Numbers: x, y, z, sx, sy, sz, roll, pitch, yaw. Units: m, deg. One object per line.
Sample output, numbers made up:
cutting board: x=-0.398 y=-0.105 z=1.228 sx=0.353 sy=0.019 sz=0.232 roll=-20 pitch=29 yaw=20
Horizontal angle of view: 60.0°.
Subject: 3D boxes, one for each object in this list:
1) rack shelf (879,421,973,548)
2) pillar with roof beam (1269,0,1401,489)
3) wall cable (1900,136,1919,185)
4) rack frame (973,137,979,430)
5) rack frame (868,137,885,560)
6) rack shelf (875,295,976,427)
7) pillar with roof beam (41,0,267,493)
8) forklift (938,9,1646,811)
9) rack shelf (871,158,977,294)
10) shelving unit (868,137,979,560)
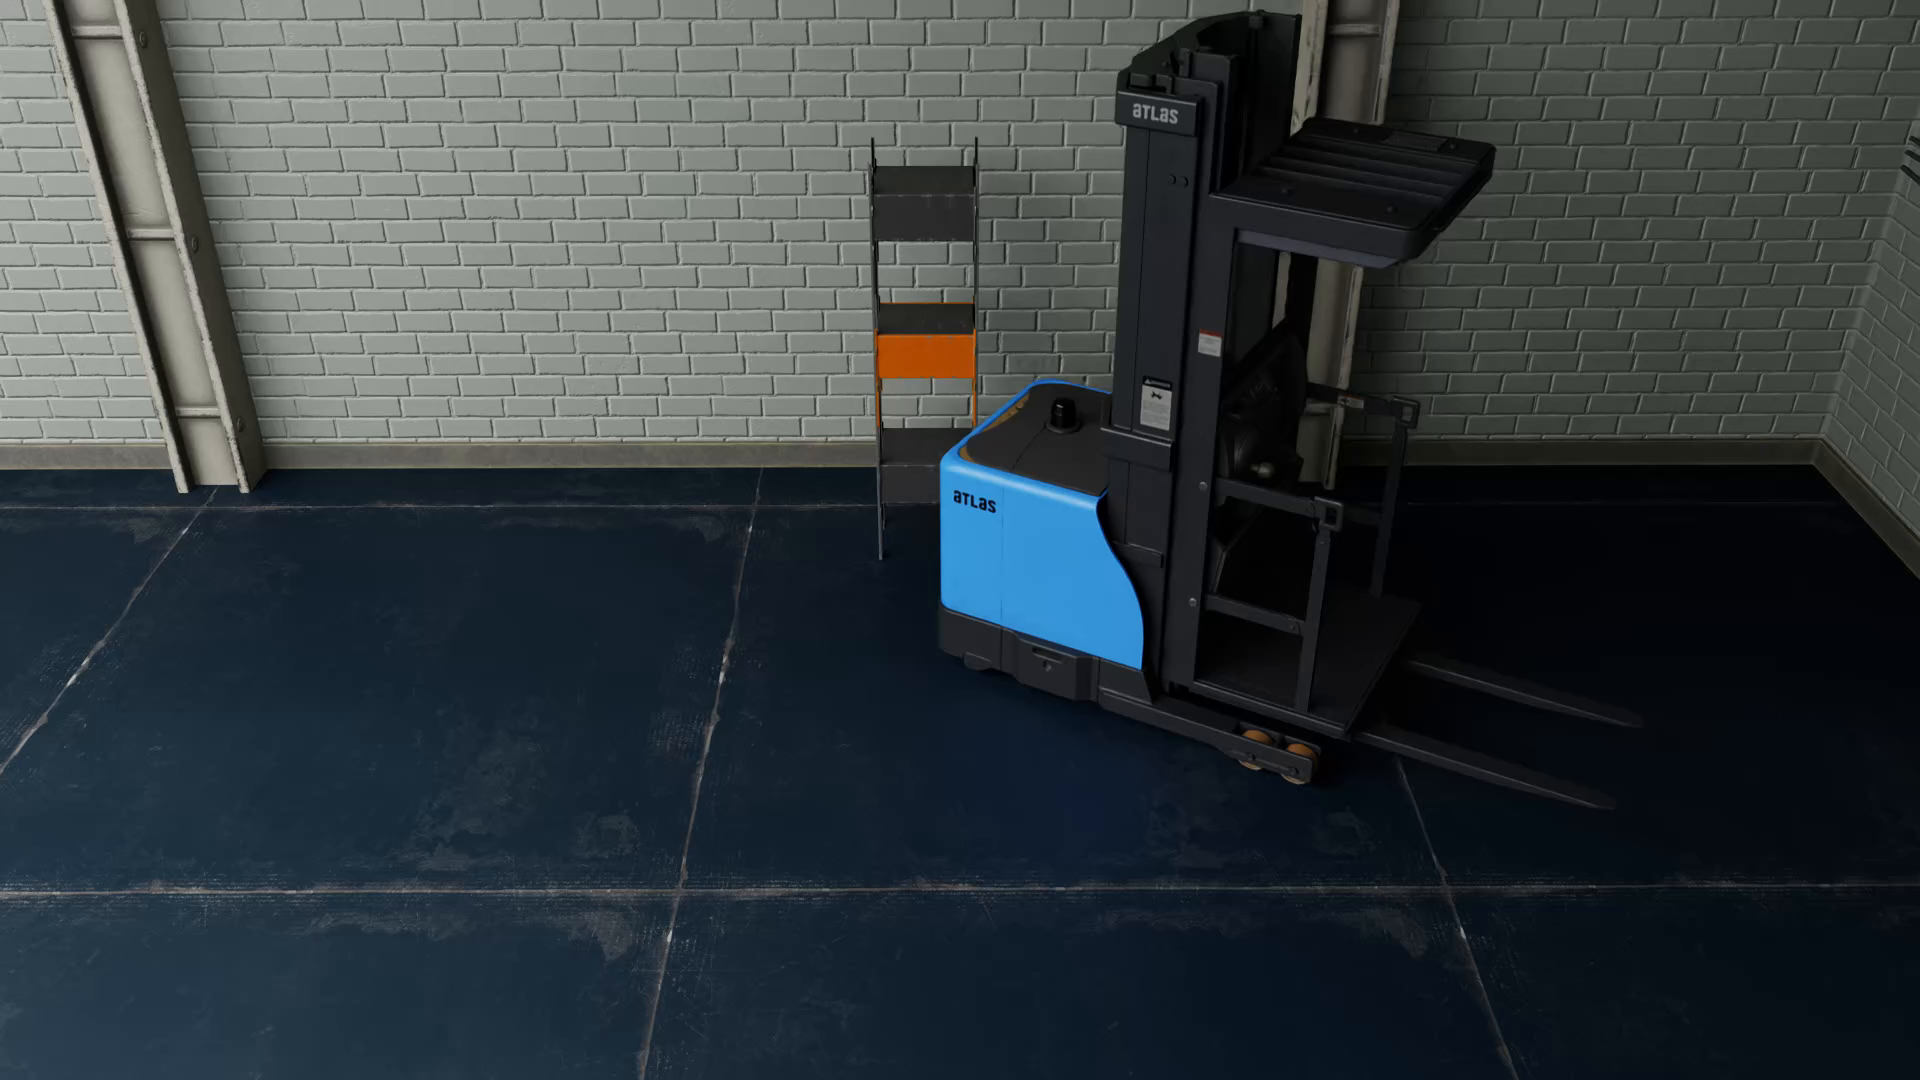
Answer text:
rack shelf: x=-0.166 y=-0.287 z=8.575 sx=0.480 sy=0.518 sz=0.431 roll=0 pitch=31 yaw=0
pillar with roof beam: x=1.907 y=-1.974 z=3.329 sx=0.400 sy=9.000 sz=9.100 roll=0 pitch=31 yaw=0
wall cable: x=4.835 y=-2.203 z=6.700 sx=0.112 sy=2.526 sz=3.097 roll=0 pitch=31 yaw=0
rack frame: x=0.078 y=-0.898 z=8.206 sx=0.015 sy=2.100 sz=0.400 roll=0 pitch=31 yaw=0
rack frame: x=-0.410 y=-0.896 z=8.203 sx=0.015 sy=2.100 sz=0.400 roll=0 pitch=31 yaw=0
rack shelf: x=-0.166 y=-0.885 z=8.212 sx=0.480 sy=0.518 sz=0.431 roll=0 pitch=31 yaw=0
pillar with roof beam: x=-4.093 y=-1.956 z=3.298 sx=0.400 sy=9.000 sz=9.100 roll=0 pitch=31 yaw=0
forklift: x=1.434 y=-0.536 z=6.808 sx=3.031 sy=2.935 sz=1.130 roll=16 pitch=35 yaw=25
rack shelf: x=-0.166 y=-1.484 z=7.848 sx=0.480 sy=0.518 sz=0.431 roll=0 pitch=31 yaw=0
shelving unit: x=-0.166 y=-0.897 z=8.204 sx=0.503 sy=2.100 sz=0.431 roll=0 pitch=31 yaw=0
